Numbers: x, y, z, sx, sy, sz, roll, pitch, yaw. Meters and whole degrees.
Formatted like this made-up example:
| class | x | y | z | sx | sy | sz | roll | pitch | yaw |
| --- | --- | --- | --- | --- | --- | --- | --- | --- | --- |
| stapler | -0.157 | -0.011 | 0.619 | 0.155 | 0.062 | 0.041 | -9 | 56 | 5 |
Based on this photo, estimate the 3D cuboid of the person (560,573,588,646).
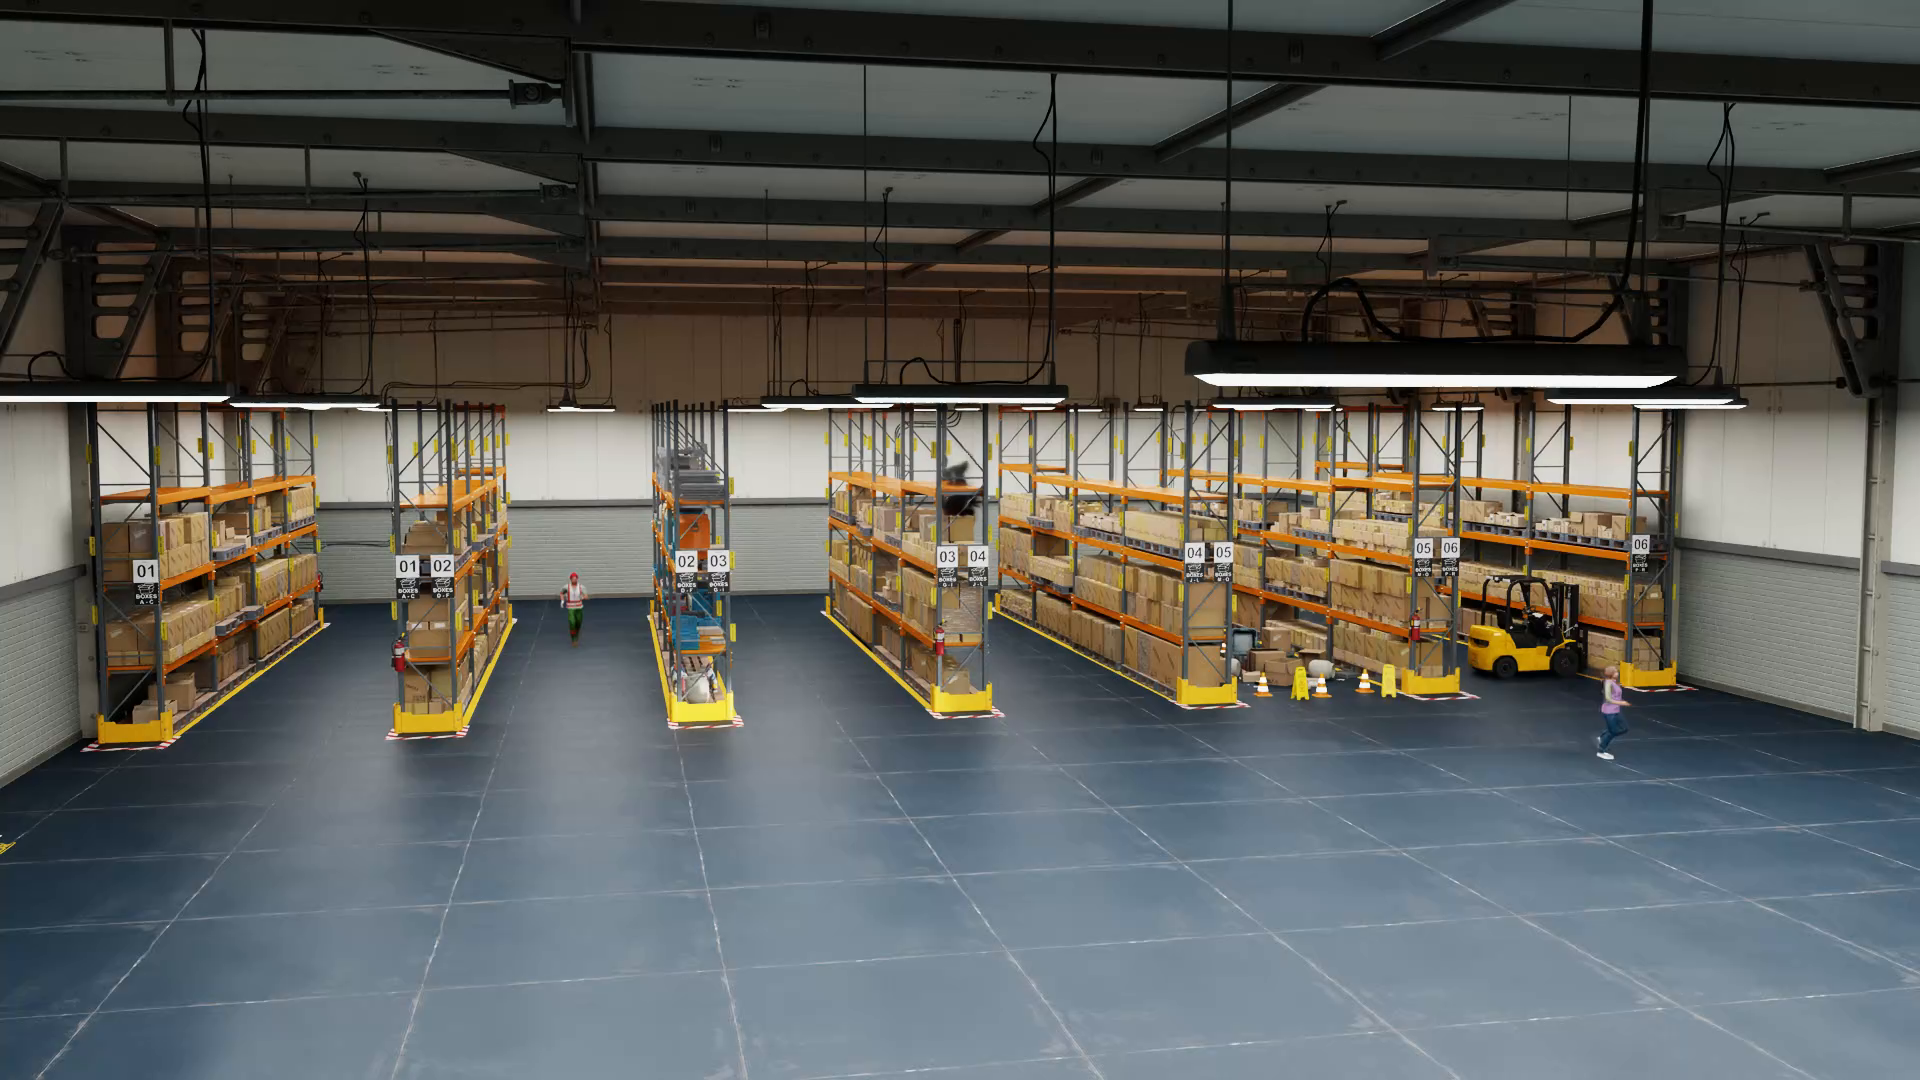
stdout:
| class | x | y | z | sx | sy | sz | roll | pitch | yaw |
| --- | --- | --- | --- | --- | --- | --- | --- | --- | --- |
| person | -9.542 | 1.698 | 41.184 | 0.659 | 1.769 | 1.005 | -2 | 5 | -24 |

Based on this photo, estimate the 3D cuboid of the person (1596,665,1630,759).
| class | x | y | z | sx | sy | sz | roll | pitch | yaw |
| --- | --- | --- | --- | --- | --- | --- | --- | --- | --- |
| person | 10.865 | 2.861 | 27.620 | 0.533 | 1.560 | 0.526 | 3 | 5 | 36 |
